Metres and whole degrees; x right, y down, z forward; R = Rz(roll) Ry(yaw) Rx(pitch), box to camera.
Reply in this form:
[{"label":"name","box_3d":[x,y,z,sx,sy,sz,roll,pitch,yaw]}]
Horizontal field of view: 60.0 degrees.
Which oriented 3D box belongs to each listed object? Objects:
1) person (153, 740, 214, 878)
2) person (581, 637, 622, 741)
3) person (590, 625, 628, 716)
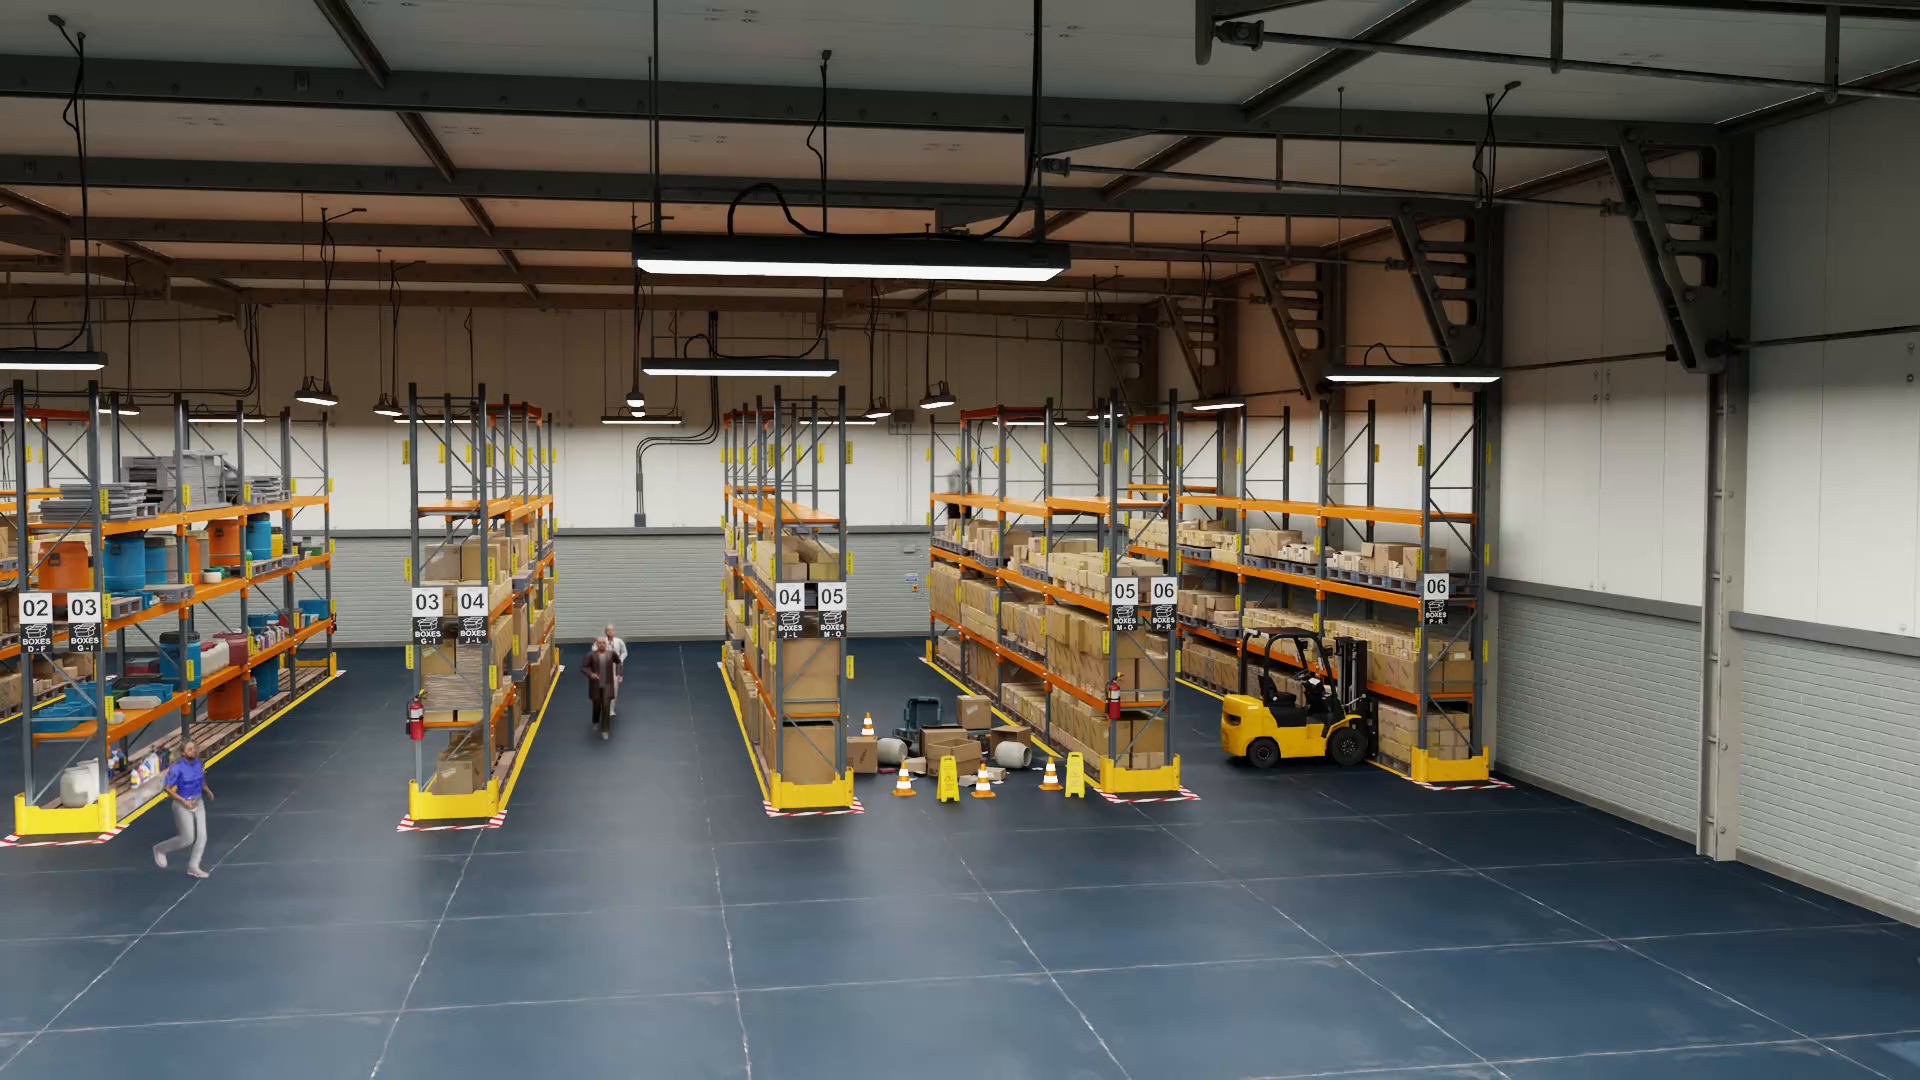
[{"label":"person","box_3d":[-9.251,3.197,19.862,0.671,1.639,0.582,1,3,20]},{"label":"person","box_3d":[-6.379,2.612,29.610,0.734,1.799,0.933,-1,3,-16]},{"label":"person","box_3d":[-6.770,2.507,32.123,0.726,1.734,0.702,-1,3,-22]}]
